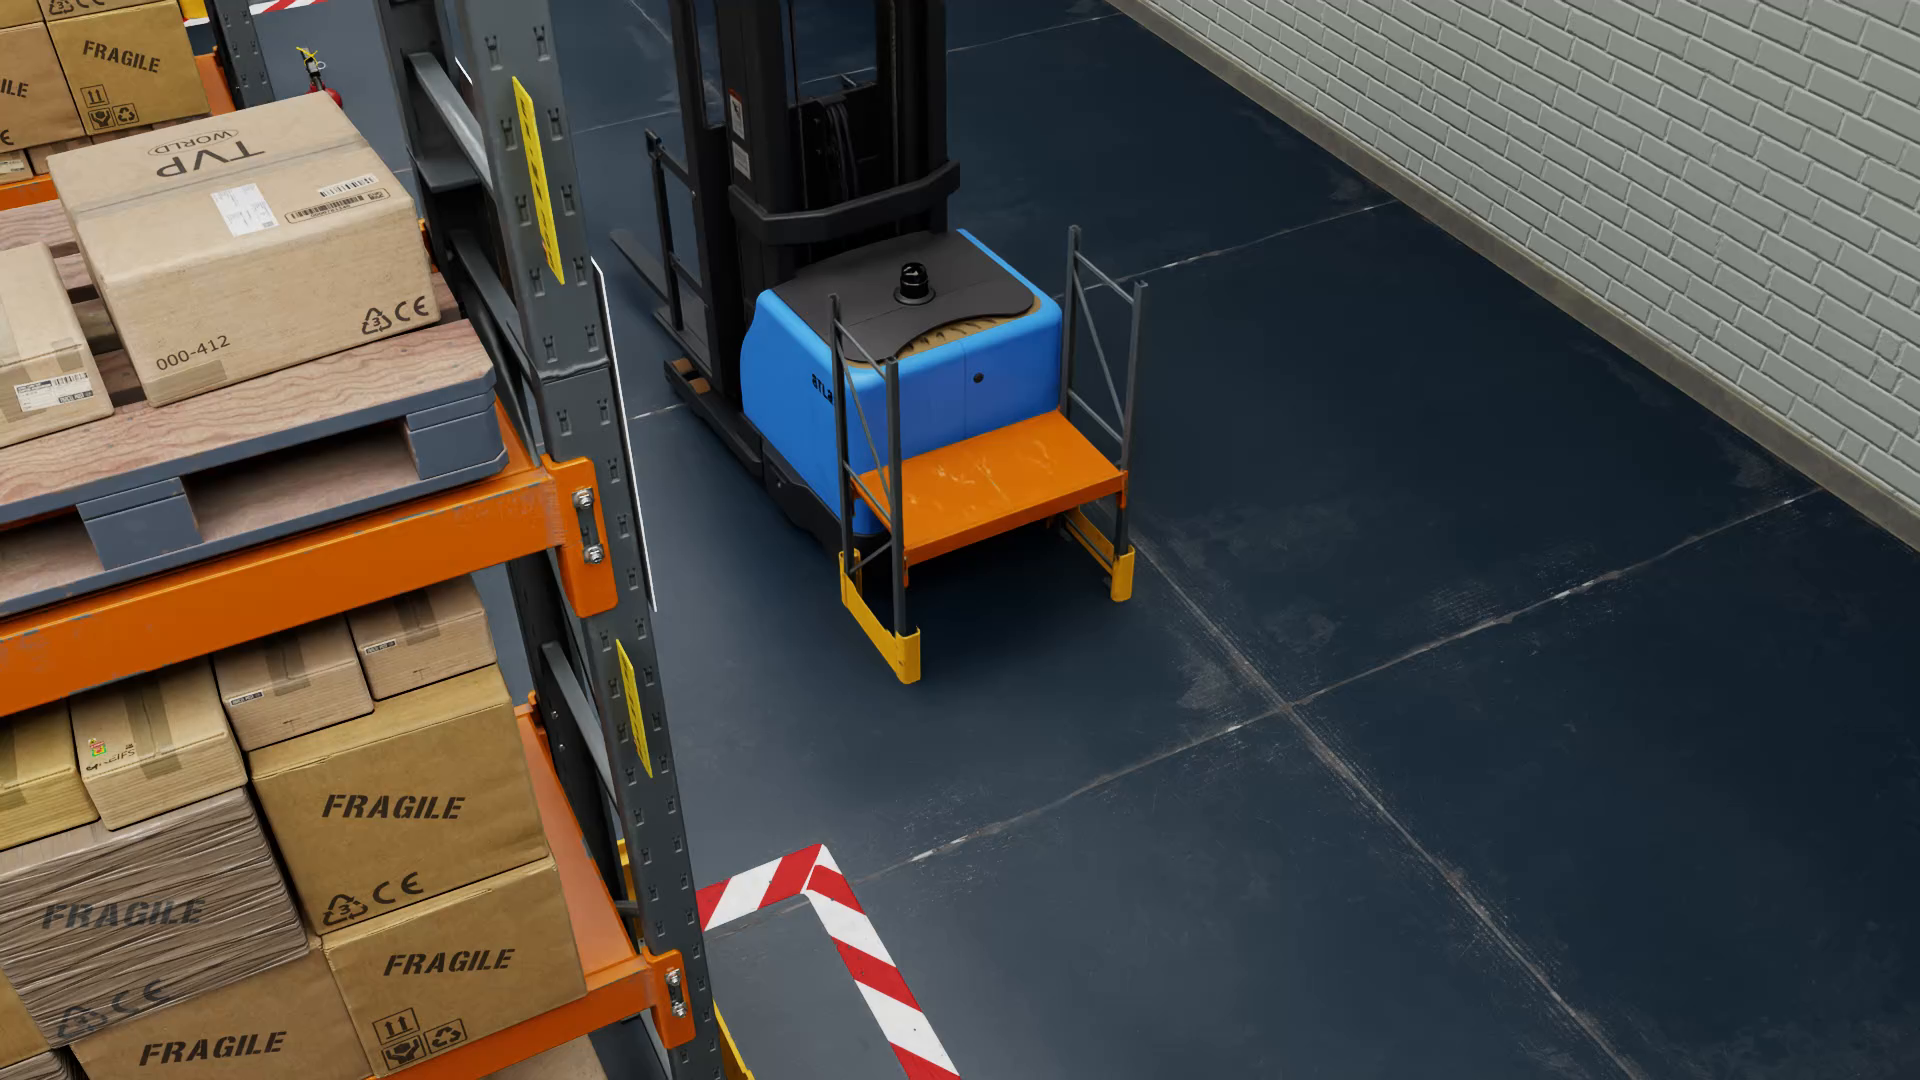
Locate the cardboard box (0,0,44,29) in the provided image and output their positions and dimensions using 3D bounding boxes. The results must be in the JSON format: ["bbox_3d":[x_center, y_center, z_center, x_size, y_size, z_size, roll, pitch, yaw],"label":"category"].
[{"bbox_3d":[-4.028,-2.342,6.614,0.500,0.500,0.500,-20,44,-22],"label":"cardboard box"}]

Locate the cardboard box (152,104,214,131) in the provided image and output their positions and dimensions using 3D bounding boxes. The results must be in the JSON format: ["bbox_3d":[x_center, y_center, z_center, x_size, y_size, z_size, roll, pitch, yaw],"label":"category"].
[{"bbox_3d":[-3.446,-1.884,7.348,0.250,0.149,0.380,-19,44,-21],"label":"cardboard box"}]

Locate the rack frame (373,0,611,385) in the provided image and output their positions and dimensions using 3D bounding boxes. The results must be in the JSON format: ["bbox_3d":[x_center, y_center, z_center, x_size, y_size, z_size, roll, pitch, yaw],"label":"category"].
[{"bbox_3d":[-0.912,-1.722,2.320,0.127,3.000,1.000,-19,44,-21],"label":"rack frame"}]

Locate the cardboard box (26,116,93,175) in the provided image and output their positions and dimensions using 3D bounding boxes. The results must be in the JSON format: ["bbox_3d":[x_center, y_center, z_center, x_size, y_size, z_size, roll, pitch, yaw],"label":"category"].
[{"bbox_3d":[-3.900,-1.748,7.187,0.250,0.149,0.380,-19,44,-21],"label":"cardboard box"}]

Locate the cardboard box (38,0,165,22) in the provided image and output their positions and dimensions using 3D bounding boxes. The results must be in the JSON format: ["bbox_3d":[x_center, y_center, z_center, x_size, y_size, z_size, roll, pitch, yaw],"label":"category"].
[{"bbox_3d":[-3.579,-2.493,6.792,0.500,0.500,0.500,-19,44,-22],"label":"cardboard box"}]

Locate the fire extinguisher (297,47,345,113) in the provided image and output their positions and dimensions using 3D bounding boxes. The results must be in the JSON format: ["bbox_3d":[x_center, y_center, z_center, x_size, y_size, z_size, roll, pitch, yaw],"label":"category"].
[{"bbox_3d":[-2.851,-1.878,7.495,0.183,0.674,0.296,-19,44,-21],"label":"fire extinguisher"}]

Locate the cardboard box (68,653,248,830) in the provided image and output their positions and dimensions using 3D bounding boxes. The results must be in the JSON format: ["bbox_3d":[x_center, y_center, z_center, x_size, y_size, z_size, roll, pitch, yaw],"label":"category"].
[{"bbox_3d":[-1.541,0.337,3.177,0.250,0.149,0.380,-19,44,-21],"label":"cardboard box"}]

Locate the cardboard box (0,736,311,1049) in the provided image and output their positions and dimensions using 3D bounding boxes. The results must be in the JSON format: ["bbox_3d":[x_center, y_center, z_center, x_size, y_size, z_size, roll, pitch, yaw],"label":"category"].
[{"bbox_3d":[-1.679,0.601,3.367,0.500,0.500,0.500,-18,44,-20],"label":"cardboard box"}]

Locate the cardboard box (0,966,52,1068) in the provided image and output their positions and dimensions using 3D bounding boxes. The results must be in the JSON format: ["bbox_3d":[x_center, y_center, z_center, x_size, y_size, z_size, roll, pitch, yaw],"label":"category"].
[{"bbox_3d":[-2.119,0.746,3.195,0.500,0.500,0.500,-19,44,-21],"label":"cardboard box"}]

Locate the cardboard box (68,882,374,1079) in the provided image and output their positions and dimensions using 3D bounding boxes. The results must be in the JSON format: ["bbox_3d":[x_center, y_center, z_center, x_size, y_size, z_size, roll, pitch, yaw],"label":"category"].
[{"bbox_3d":[-1.669,0.966,3.710,0.500,0.500,0.500,-20,44,-22],"label":"cardboard box"}]

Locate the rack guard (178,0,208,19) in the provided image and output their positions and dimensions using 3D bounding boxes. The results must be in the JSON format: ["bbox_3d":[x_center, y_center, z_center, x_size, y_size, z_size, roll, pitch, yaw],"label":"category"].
[{"bbox_3d":[-5.468,-4.164,11.783,0.348,0.500,1.175,-19,44,-21],"label":"rack guard"}]

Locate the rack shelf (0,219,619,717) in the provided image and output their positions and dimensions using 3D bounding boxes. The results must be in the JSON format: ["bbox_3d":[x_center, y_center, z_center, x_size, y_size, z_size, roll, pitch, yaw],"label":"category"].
[{"bbox_3d":[-2.685,0.294,2.816,4.000,0.370,1.077,-19,44,-21],"label":"rack shelf"}]

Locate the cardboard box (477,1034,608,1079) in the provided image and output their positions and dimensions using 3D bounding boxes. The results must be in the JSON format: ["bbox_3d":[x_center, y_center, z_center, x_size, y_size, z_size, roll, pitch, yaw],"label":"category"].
[{"bbox_3d":[-1.451,1.639,4.650,0.875,0.438,0.875,-20,44,-22],"label":"cardboard box"}]

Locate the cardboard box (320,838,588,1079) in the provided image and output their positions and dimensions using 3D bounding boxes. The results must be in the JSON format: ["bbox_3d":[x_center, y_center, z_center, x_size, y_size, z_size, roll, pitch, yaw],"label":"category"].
[{"bbox_3d":[-1.217,0.825,3.877,0.500,0.500,0.500,-18,44,-20],"label":"cardboard box"}]

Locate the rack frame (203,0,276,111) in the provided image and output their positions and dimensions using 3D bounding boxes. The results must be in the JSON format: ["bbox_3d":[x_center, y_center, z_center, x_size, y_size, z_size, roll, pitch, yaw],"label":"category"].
[{"bbox_3d":[-3.288,-2.239,7.573,0.127,3.000,1.000,-19,44,-21],"label":"rack frame"}]

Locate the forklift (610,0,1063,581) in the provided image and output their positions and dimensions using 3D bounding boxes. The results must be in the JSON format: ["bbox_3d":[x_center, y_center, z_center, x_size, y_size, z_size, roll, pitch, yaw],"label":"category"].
[{"bbox_3d":[-0.777,-1.876,7.197,1.130,2.935,3.031,-22,45,-24],"label":"forklift"}]

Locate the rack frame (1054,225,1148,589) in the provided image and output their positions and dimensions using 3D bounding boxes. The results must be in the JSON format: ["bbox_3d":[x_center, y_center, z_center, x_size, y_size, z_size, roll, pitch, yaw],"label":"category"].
[{"bbox_3d":[0.549,-0.486,6.663,0.032,1.500,0.500,-20,44,-22],"label":"rack frame"}]

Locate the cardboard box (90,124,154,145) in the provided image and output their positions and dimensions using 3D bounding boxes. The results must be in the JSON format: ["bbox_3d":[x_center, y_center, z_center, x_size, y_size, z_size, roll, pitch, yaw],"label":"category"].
[{"bbox_3d":[-3.684,-1.831,7.286,0.250,0.149,0.380,-19,44,-21],"label":"cardboard box"}]

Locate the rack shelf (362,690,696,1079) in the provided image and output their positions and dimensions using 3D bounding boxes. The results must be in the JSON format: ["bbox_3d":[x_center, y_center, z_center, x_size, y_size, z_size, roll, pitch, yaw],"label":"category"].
[{"bbox_3d":[-2.685,1.439,3.785,4.000,0.370,1.077,-19,44,-21],"label":"rack shelf"}]

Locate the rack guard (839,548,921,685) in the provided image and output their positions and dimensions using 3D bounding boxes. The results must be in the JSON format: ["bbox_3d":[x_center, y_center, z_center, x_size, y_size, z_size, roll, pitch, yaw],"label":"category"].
[{"bbox_3d":[-0.324,0.302,6.699,0.087,0.250,0.587,-20,44,-22],"label":"rack guard"}]

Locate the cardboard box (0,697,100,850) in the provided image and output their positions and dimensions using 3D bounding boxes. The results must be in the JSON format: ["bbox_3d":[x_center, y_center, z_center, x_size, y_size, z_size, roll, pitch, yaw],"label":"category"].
[{"bbox_3d":[-1.784,0.388,3.116,0.250,0.149,0.380,-18,43,-20],"label":"cardboard box"}]

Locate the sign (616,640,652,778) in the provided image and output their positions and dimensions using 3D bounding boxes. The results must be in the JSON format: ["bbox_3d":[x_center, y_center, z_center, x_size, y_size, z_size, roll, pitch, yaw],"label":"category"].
[{"bbox_3d":[-0.673,0.350,3.435,0.005,0.325,0.100,-19,44,-21],"label":"sign"}]

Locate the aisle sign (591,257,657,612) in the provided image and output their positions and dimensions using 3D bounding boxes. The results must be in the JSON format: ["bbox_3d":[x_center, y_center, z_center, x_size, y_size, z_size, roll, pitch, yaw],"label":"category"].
[{"bbox_3d":[-0.705,-0.269,3.234,0.004,0.787,0.394,-19,44,-21],"label":"aisle sign"}]

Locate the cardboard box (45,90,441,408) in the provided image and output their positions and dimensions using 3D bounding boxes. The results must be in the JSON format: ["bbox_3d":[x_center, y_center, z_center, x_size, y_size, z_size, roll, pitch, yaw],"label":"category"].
[{"bbox_3d":[-1.269,-0.533,2.950,0.500,0.250,0.500,-23,45,-24],"label":"cardboard box"}]

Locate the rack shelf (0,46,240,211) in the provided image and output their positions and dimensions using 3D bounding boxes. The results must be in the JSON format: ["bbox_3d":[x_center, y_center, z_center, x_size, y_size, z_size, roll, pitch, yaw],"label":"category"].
[{"bbox_3d":[-5.062,-1.368,7.101,4.000,0.370,1.077,-19,44,-21],"label":"rack shelf"}]

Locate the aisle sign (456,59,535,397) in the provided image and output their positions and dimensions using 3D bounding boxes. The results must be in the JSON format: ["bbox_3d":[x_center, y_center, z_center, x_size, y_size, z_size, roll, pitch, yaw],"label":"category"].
[{"bbox_3d":[-0.982,-0.613,3.640,0.004,0.787,0.394,-19,44,-21],"label":"aisle sign"}]

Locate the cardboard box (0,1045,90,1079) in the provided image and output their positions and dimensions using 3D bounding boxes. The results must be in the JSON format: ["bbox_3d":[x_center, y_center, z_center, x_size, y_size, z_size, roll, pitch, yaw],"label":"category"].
[{"bbox_3d":[-2.121,1.125,3.522,0.500,0.500,0.500,-17,43,-19],"label":"cardboard box"}]

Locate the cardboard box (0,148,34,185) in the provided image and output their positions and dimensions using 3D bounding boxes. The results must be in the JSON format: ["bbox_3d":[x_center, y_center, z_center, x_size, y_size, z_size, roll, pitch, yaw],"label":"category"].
[{"bbox_3d":[-4.115,-1.658,7.082,0.250,0.149,0.380,-17,43,-20],"label":"cardboard box"}]

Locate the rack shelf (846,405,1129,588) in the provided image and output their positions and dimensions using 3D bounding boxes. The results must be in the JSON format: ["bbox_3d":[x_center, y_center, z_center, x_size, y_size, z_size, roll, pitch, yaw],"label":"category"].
[{"bbox_3d":[0.104,-0.190,6.592,1.000,0.185,0.538,-20,44,-22],"label":"rack shelf"}]

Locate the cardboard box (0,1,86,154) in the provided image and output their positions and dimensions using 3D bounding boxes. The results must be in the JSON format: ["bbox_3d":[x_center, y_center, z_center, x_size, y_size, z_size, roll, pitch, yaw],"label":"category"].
[{"bbox_3d":[-4.027,-1.958,6.934,0.500,0.500,0.500,-19,44,-21],"label":"cardboard box"}]

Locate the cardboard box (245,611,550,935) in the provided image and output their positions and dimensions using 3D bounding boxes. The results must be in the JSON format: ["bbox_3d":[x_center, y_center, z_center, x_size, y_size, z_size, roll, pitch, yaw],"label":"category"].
[{"bbox_3d":[-1.229,0.428,3.572,0.500,0.500,0.500,-17,43,-19],"label":"cardboard box"}]

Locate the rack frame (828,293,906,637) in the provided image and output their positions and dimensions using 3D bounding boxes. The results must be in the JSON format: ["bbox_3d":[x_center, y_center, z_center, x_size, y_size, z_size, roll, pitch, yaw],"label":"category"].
[{"bbox_3d":[-0.341,-0.169,6.288,0.032,1.500,0.500,-20,44,-22],"label":"rack frame"}]

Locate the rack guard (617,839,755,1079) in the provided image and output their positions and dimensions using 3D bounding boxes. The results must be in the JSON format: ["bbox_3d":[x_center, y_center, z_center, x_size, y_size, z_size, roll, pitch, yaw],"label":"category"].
[{"bbox_3d":[-0.890,1.514,5.074,0.348,0.500,1.175,-19,44,-21],"label":"rack guard"}]

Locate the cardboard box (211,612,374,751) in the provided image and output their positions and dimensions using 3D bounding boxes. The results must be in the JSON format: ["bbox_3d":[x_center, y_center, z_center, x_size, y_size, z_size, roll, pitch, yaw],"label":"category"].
[{"bbox_3d":[-1.351,0.211,3.325,0.250,0.149,0.380,-18,43,-20],"label":"cardboard box"}]

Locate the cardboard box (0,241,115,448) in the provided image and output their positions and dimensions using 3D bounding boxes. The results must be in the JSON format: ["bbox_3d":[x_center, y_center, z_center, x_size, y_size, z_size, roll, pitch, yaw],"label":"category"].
[{"bbox_3d":[-1.604,-0.323,2.781,0.250,0.149,0.380,-22,45,-24],"label":"cardboard box"}]

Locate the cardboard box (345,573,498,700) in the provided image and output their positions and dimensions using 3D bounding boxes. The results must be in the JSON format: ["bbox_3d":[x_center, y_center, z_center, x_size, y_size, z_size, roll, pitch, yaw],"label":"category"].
[{"bbox_3d":[-1.137,0.122,3.431,0.250,0.149,0.380,-18,43,-20],"label":"cardboard box"}]

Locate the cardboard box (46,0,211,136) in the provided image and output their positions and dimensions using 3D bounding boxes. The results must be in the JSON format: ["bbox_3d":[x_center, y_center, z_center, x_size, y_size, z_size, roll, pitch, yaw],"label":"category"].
[{"bbox_3d":[-3.567,-2.109,7.112,0.500,0.500,0.500,-18,43,-20],"label":"cardboard box"}]

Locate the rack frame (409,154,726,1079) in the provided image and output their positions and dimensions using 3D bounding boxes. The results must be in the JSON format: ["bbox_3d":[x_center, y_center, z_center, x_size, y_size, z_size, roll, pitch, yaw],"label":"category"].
[{"bbox_3d":[-0.912,0.567,4.258,0.127,3.000,1.000,-19,44,-21],"label":"rack frame"}]

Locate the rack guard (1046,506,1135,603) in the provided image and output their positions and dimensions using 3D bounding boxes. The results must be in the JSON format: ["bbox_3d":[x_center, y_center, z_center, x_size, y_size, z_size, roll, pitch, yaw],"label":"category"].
[{"bbox_3d":[0.548,-0.008,7.066,0.087,0.250,0.587,-20,44,-22],"label":"rack guard"}]

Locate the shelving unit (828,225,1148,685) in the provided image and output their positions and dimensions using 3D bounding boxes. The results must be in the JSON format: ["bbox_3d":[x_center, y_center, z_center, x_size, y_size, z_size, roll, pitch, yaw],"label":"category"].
[{"bbox_3d":[0.112,-0.330,6.479,1.083,1.500,0.587,-20,44,-22],"label":"shelving unit"}]

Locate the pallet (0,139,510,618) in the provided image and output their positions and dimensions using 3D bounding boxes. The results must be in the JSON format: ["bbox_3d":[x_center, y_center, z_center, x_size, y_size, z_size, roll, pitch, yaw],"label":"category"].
[{"bbox_3d":[-1.565,-0.316,3.049,1.213,0.211,1.003,-19,44,-21],"label":"pallet"}]

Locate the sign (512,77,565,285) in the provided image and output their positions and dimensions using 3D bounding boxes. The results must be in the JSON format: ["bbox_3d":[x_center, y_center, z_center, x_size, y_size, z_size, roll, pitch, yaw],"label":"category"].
[{"bbox_3d":[-0.673,-0.570,2.656,0.005,0.325,0.100,-19,44,-21],"label":"sign"}]
